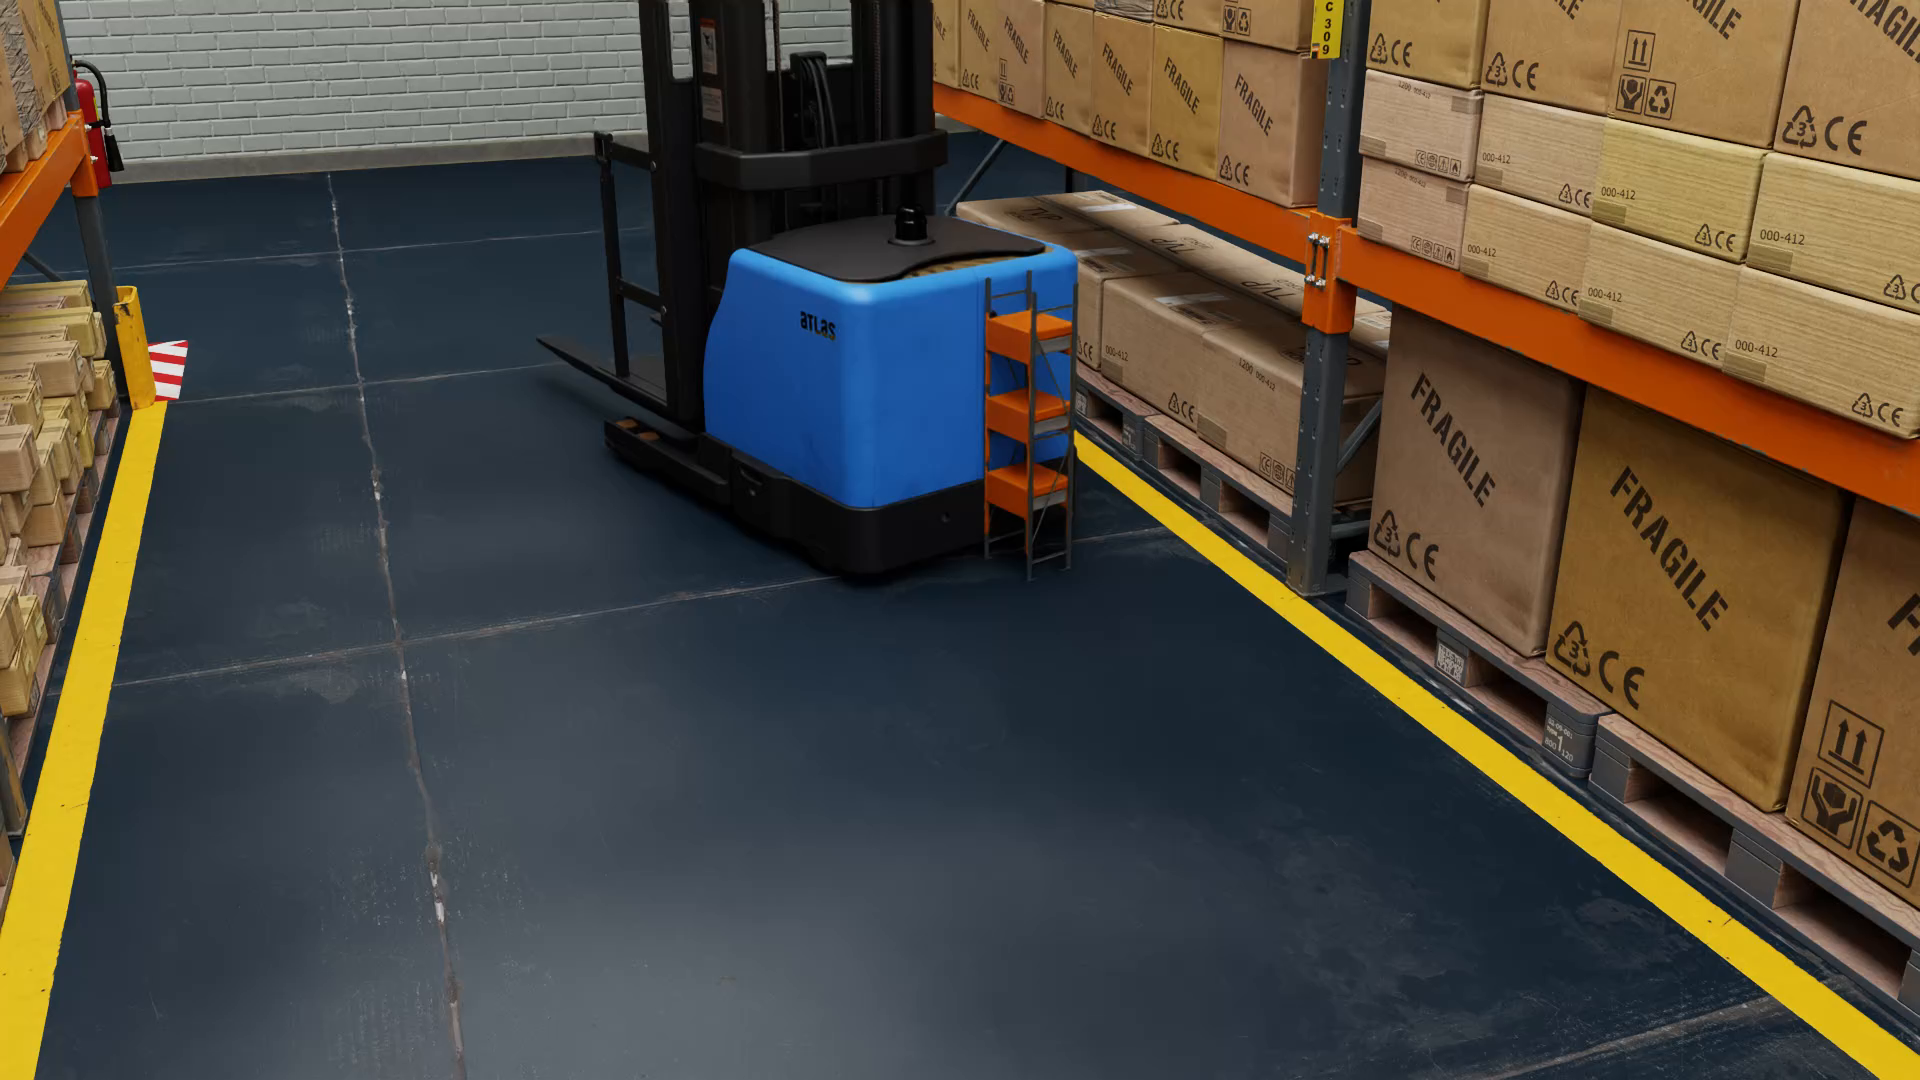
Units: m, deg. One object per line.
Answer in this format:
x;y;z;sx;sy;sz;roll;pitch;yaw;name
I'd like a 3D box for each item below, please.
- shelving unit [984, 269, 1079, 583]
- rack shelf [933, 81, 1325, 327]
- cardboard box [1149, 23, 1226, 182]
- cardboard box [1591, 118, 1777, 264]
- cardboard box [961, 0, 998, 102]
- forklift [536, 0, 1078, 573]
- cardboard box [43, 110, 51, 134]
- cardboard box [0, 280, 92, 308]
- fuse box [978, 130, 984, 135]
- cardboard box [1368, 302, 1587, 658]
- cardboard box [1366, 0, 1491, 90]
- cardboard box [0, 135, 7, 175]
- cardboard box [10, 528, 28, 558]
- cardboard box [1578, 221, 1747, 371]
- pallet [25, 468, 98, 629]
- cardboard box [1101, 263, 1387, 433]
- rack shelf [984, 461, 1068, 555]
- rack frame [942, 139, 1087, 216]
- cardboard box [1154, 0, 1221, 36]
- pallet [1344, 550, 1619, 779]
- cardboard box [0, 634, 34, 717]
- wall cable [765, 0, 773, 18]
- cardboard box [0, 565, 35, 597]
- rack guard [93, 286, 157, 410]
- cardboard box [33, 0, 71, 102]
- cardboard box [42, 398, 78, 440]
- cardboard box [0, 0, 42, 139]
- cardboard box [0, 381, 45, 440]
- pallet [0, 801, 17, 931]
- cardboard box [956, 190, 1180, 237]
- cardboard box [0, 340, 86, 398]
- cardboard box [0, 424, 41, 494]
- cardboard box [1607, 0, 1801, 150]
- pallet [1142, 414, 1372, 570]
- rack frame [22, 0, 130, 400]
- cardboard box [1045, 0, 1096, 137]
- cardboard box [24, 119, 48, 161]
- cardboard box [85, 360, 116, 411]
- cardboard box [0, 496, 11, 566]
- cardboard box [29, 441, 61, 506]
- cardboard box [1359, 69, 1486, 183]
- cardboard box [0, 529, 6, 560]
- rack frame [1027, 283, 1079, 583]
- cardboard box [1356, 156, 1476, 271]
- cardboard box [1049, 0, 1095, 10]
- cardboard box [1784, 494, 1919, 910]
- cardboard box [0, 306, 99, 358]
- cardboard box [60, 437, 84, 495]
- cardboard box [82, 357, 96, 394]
0.243;-0.394;5.834;0.215;1.050;0.252;-17;28;-34;shelving unit
0.928;-1.661;7.254;1.077;0.370;4.000;-8;24;-19;rack shelf
1.045;-1.631;6.129;0.500;0.500;0.500;-9;24;-20;cardboard box
1.890;-0.856;3.967;0.500;0.250;0.500;-8;24;-18;cardboard box
0.327;-2.371;7.885;0.500;0.500;0.500;-9;24;-20;cardboard box
-0.855;-1.740;6.606;1.130;2.935;3.031;-17;28;-34;forklift
-3.941;-1.712;6.773;0.380;0.149;0.250;-8;24;-19;cardboard box
-3.949;-0.999;7.123;0.380;0.149;0.250;-8;24;-18;cardboard box
0.225;-4.406;14.500;0.539;1.711;0.414;-8;24;-19;fuse box
1.929;-0.266;5.213;0.875;0.875;0.875;-8;24;-17;cardboard box
1.521;-1.573;4.704;0.500;0.500;0.500;-8;24;-18;cardboard box
-3.225;-1.314;4.994;0.500;0.500;0.500;-9;24;-20;cardboard box
-3.283;0.036;5.432;0.380;0.149;0.250;-9;25;-21;cardboard box
1.894;-0.624;4.062;0.500;0.250;0.500;-9;24;-19;cardboard box
-3.666;0.052;5.854;1.003;0.211;1.213;-8;24;-19;pallet
1.197;-0.846;7.154;0.875;0.438;0.875;-9;25;-21;cardboard box
0.243;-0.128;5.946;0.215;0.259;0.240;-17;28;-34;rack shelf
0.222;-2.719;8.839;1.000;3.000;0.127;-8;24;-19;rack frame
1.038;-2.091;5.934;0.500;0.500;0.500;-9;24;-20;cardboard box
1.978;0.289;5.291;1.003;0.211;1.213;-8;24;-19;pallet
-2.788;0.394;4.583;0.380;0.149;0.250;-9;25;-21;cardboard box
-1.792;-5.247;13.489;0.585;1.953;0.123;-8;24;-19;wall cable
-3.019;0.214;5.009;0.380;0.149;0.250;-8;24;-19;cardboard box
-4.347;-0.824;7.560;1.175;0.500;0.348;-8;24;-19;rack guard
-3.974;-2.058;6.759;0.500;0.500;0.500;-8;24;-18;cardboard box
-3.467;-0.397;6.076;0.380;0.149;0.250;-7;24;-16;cardboard box
-3.609;-1.687;5.880;0.500;0.500;0.500;-8;24;-19;cardboard box
-3.416;-0.428;5.768;0.380;0.149;0.250;-8;24;-19;cardboard box
-2.684;1.018;3.563;1.003;0.211;1.213;-8;24;-19;pallet
0.548;-1.506;8.718;0.875;0.438;0.875;-9;25;-21;cardboard box
-3.525;-0.631;6.248;0.380;0.149;0.250;-7;24;-17;cardboard box
-3.193;-0.246;5.335;0.380;0.149;0.250;-8;24;-18;cardboard box
1.902;-1.209;3.841;0.500;0.500;0.500;-9;24;-20;cardboard box
1.439;-0.268;6.613;1.003;0.211;1.213;-8;24;-19;pallet
-4.373;-2.003;7.140;1.000;3.000;0.127;-8;24;-19;rack frame
0.683;-2.004;7.014;0.500;0.500;0.500;-8;24;-17;cardboard box
-3.726;-1.533;6.350;0.380;0.149;0.250;-8;24;-18;cardboard box
-3.807;-0.641;7.038;0.380;0.149;0.250;-8;24;-17;cardboard box
-3.175;-0.004;5.144;0.380;0.149;0.250;-10;25;-22;cardboard box
-3.280;-0.207;5.627;0.380;0.149;0.250;-9;24;-19;cardboard box
1.526;-1.228;4.851;0.500;0.250;0.500;-9;24;-21;cardboard box
-2.930;0.035;4.670;0.380;0.149;0.250;-7;24;-16;cardboard box
0.317;-0.357;5.744;0.200;1.050;0.008;-17;28;-34;rack frame
1.543;-1.000;4.954;0.500;0.250;0.500;-9;24;-20;cardboard box
0.680;-2.458;6.804;0.500;0.500;0.500;-8;24;-19;cardboard box
2.570;0.386;3.666;0.875;0.875;0.875;-8;24;-18;cardboard box
-3.704;-0.824;6.706;0.380;0.149;0.250;-9;24;-20;cardboard box
-3.468;-0.259;6.132;0.380;0.149;0.250;-8;24;-18;cardboard box
-3.735;-0.679;6.745;0.380;0.149;0.250;-9;25;-21;cardboard box
